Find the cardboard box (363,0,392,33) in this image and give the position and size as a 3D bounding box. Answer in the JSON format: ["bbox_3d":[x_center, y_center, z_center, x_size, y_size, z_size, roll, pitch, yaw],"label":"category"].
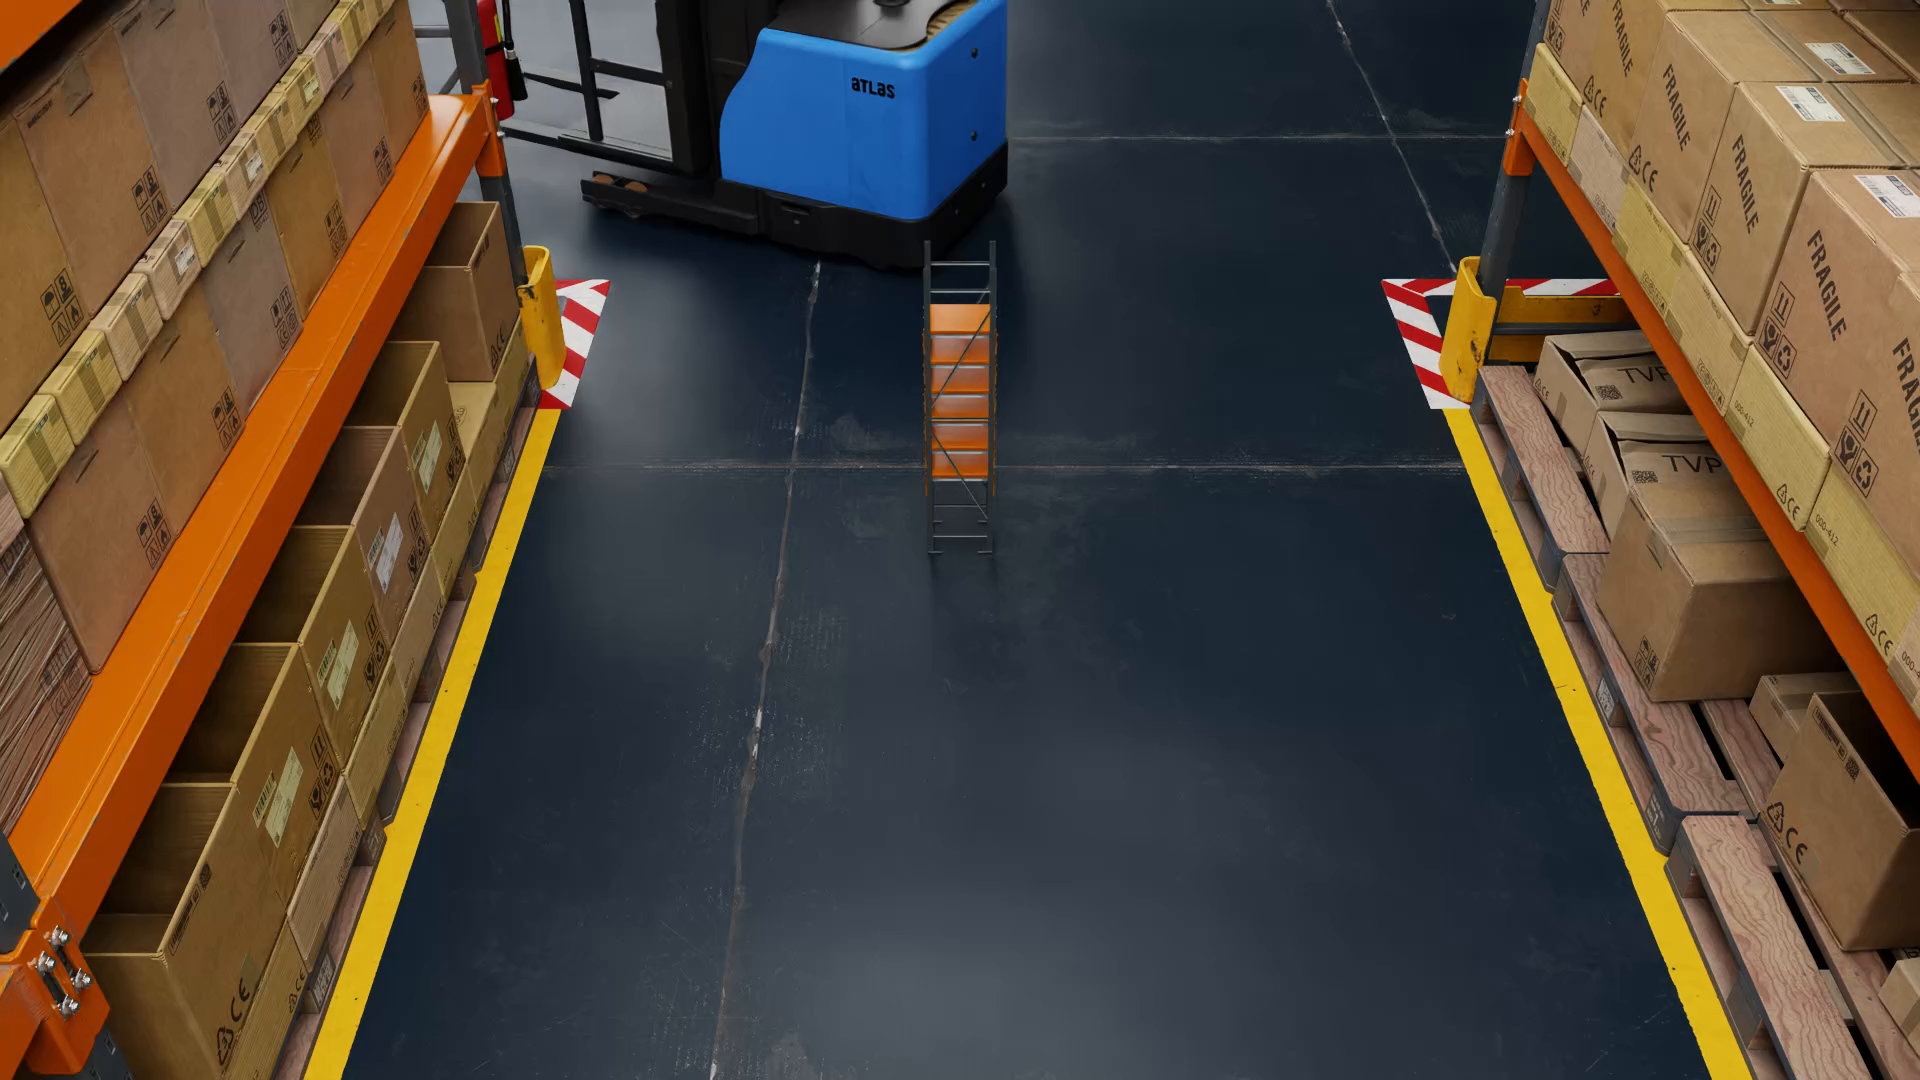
[{"bbox_3d":[-2.108,-1.784,5.479,0.380,0.149,0.250,1,39,1],"label":"cardboard box"}]

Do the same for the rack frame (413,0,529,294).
[{"bbox_3d":[-2.301,-1.895,6.216,1.000,3.000,0.127,0,39,0],"label":"rack frame"}]

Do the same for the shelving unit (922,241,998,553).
[{"bbox_3d":[0.000,-0.477,5.886,0.258,1.200,0.189,0,39,0],"label":"shelving unit"}]

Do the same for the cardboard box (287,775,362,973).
[{"bbox_3d":[-1.989,0.913,4.575,0.500,0.250,0.500,0,39,0],"label":"cardboard box"}]

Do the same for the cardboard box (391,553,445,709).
[{"bbox_3d":[-1.991,0.287,5.356,0.500,0.250,0.500,0,39,0],"label":"cardboard box"}]

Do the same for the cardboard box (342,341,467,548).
[{"bbox_3d":[-1.987,-0.318,5.511,0.500,0.500,0.500,0,39,0],"label":"cardboard box"}]

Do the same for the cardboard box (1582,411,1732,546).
[{"bbox_3d":[2.564,-0.234,5.942,0.500,0.311,0.500,3,39,4],"label":"cardboard box"}]

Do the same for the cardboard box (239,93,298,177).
[{"bbox_3d":[-2.107,-1.138,4.673,0.380,0.149,0.250,1,39,1],"label":"cardboard box"}]

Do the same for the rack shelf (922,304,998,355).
[{"bbox_3d":[0.000,-0.724,5.689,0.258,0.103,0.180,0,39,0],"label":"rack shelf"}]

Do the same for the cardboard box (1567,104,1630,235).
[{"bbox_3d":[2.351,-1.220,5.477,0.500,0.250,0.500,-1,39,-1],"label":"cardboard box"}]

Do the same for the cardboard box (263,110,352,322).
[{"bbox_3d":[-2.313,-1.003,5.023,0.700,0.500,0.500,0,39,0],"label":"cardboard box"}]

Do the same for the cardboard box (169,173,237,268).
[{"bbox_3d":[-2.108,-0.822,4.279,0.380,0.149,0.250,0,39,0],"label":"cardboard box"}]

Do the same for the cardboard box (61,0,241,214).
[{"bbox_3d":[-2.305,-1.158,4.179,0.700,0.500,0.500,0,39,0],"label":"cardboard box"}]

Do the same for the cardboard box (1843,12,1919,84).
[{"bbox_3d":[2.862,-1.210,4.865,0.500,0.500,0.500,-1,39,-1],"label":"cardboard box"}]

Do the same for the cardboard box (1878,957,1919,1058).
[{"bbox_3d":[2.627,1.200,4.268,0.380,0.166,0.250,-5,39,-6],"label":"cardboard box"}]

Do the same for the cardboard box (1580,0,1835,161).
[{"bbox_3d":[2.344,-1.535,5.271,0.500,0.500,0.500,0,39,0],"label":"cardboard box"}]

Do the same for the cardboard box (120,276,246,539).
[{"bbox_3d":[-2.307,-0.353,4.212,0.700,0.500,0.500,1,39,1],"label":"cardboard box"}]

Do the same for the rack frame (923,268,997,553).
[{"bbox_3d":[0.000,-0.420,5.815,0.240,1.200,0.006,0,39,0],"label":"rack frame"}]

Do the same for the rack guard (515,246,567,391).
[{"bbox_3d":[-2.301,-0.934,7.016,1.175,0.500,0.348,0,39,0],"label":"rack guard"}]

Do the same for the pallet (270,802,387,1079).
[{"bbox_3d":[-2.255,1.197,4.587,1.003,0.211,1.213,0,39,0],"label":"pallet"}]

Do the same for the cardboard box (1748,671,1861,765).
[{"bbox_3d":[2.676,0.541,5.104,0.380,0.149,0.250,-3,39,-4],"label":"cardboard box"}]

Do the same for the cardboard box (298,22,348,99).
[{"bbox_3d":[-2.110,-1.467,5.084,0.380,0.149,0.250,0,39,1],"label":"cardboard box"}]

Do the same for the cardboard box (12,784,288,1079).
[{"bbox_3d":[-1.984,0.933,3.951,0.500,0.500,0.500,0,39,0],"label":"cardboard box"}]

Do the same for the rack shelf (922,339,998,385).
[{"bbox_3d":[0.000,-0.630,5.764,0.258,0.103,0.180,0,39,0],"label":"rack shelf"}]

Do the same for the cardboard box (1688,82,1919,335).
[{"bbox_3d":[2.350,-0.889,4.465,0.500,0.500,0.500,1,39,1],"label":"cardboard box"}]

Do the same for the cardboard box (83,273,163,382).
[{"bbox_3d":[-2.105,-0.493,3.867,0.380,0.149,0.250,-1,39,-2],"label":"cardboard box"}]

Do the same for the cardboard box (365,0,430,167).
[{"bbox_3d":[-2.313,-1.642,5.820,0.700,0.500,0.500,0,39,0],"label":"cardboard box"}]

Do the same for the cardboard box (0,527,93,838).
[{"bbox_3d":[-2.303,0.290,3.409,0.700,0.500,0.500,-1,39,-1],"label":"cardboard box"}]

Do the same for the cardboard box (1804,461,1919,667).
[{"bbox_3d":[2.362,0.044,3.901,0.500,0.250,0.500,0,39,0],"label":"cardboard box"}]

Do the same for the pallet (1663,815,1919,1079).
[{"bbox_3d":[2.621,1.269,4.498,1.003,0.211,1.213,0,39,0],"label":"pallet"}]

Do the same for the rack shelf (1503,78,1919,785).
[{"bbox_3d":[2.655,-0.369,4.887,1.077,0.370,4.000,0,39,0],"label":"rack shelf"}]

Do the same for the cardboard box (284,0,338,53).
[{"bbox_3d":[-2.307,-1.786,4.963,0.700,0.500,0.500,-1,39,-1],"label":"cardboard box"}]

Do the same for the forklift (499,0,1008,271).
[{"bbox_3d":[-1.319,-3.026,7.682,3.031,2.935,1.130,16,42,19],"label":"forklift"}]

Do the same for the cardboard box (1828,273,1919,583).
[{"bbox_3d":[2.342,-0.249,3.666,0.500,0.500,0.500,0,39,0],"label":"cardboard box"}]

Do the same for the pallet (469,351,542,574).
[{"bbox_3d":[-2.258,-0.328,6.491,1.003,0.211,1.213,0,39,0],"label":"pallet"}]

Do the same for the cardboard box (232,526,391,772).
[{"bbox_3d":[-1.985,0.308,4.731,0.500,0.500,0.500,0,39,0],"label":"cardboard box"}]

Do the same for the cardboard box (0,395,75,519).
[{"bbox_3d":[-2.105,-0.172,3.467,0.380,0.149,0.250,-1,39,-1],"label":"cardboard box"}]

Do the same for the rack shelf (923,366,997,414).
[{"bbox_3d":[0.000,-0.536,5.839,0.258,0.103,0.180,0,39,0],"label":"rack shelf"}]

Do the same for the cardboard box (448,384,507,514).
[{"bbox_3d":[-1.992,-0.338,6.136,0.500,0.250,0.500,0,39,0],"label":"cardboard box"}]

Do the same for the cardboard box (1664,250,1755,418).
[{"bbox_3d":[2.344,-0.585,4.686,0.500,0.250,0.500,0,39,0],"label":"cardboard box"}]

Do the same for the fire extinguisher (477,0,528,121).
[{"bbox_3d":[-1.836,-1.939,6.333,0.296,0.674,0.183,0,39,0],"label":"fire extinguisher"}]

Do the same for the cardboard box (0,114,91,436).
[{"bbox_3d":[-2.305,-0.532,3.398,0.700,0.500,0.500,0,39,0],"label":"cardboard box"}]
